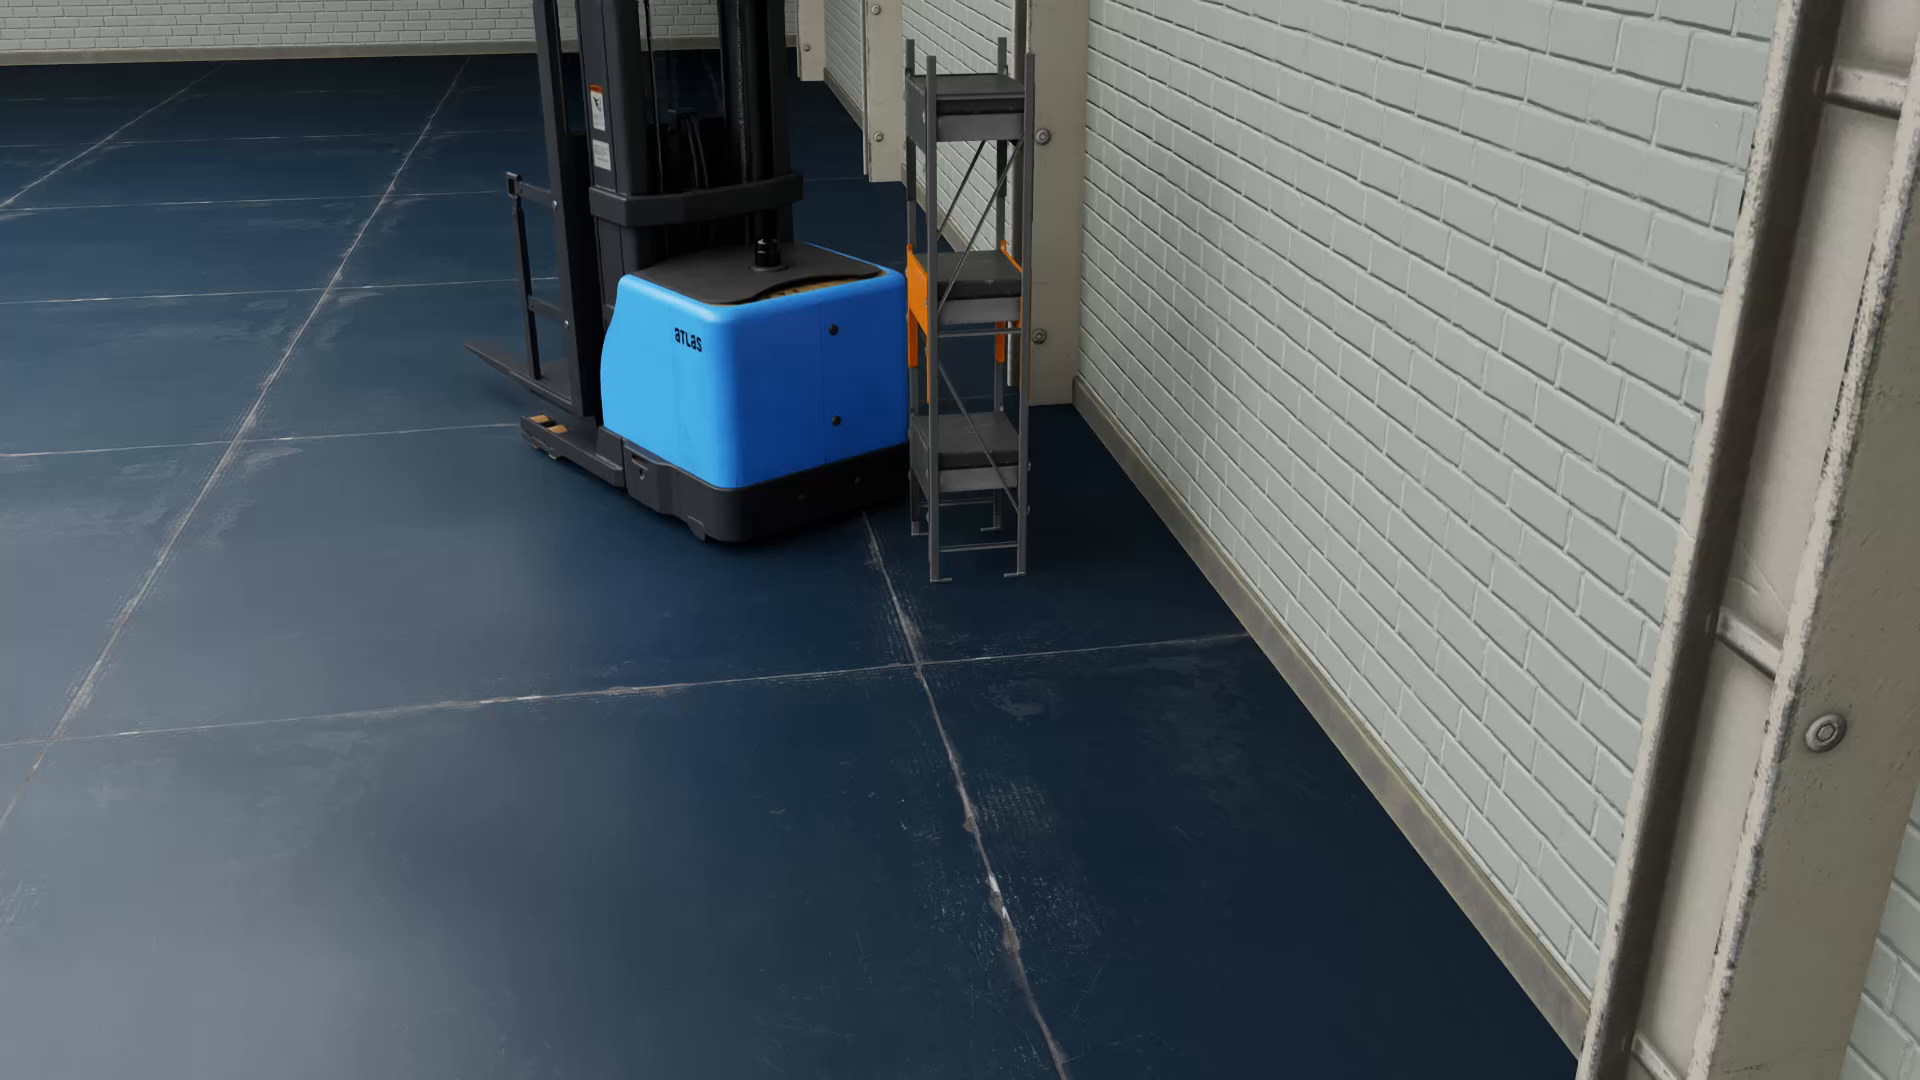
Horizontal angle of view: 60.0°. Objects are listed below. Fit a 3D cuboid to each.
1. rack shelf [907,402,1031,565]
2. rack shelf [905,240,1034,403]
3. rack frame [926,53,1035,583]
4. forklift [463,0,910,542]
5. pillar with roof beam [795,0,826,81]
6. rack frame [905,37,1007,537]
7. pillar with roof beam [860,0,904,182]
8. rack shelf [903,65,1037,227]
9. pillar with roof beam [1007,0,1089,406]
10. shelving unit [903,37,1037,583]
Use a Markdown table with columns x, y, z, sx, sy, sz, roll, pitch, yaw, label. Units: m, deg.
| x | y | z | sx | sy | sz | roll | pitch | yaw | label |
| --- | --- | --- | --- | --- | --- | --- | --- | --- | --- |
| 0.031 | -0.243 | 6.966 | 0.431 | 0.518 | 0.480 | -4 | 24 | -10 | rack shelf |
| 0.031 | -0.885 | 6.686 | 0.431 | 0.518 | 0.480 | -4 | 24 | -10 | rack shelf |
| 0.076 | -0.801 | 6.461 | 0.400 | 2.100 | 0.015 | -4 | 24 | -10 | rack frame |
| -1.535 | -1.851 | 7.827 | 1.130 | 2.935 | 3.031 | -18 | 29 | -36 | forklift |
| -5.999 | -9.330 | 17.370 | 9.100 | 9.000 | 0.400 | -4 | 24 | -10 | pillar with roof beam |
| -0.015 | -0.993 | 6.900 | 0.400 | 2.100 | 0.015 | -4 | 24 | -10 | rack frame |
| -4.890 | -6.970 | 11.967 | 9.100 | 9.000 | 0.400 | -4 | 24 | -10 | pillar with roof beam |
| 0.031 | -1.526 | 6.406 | 0.431 | 0.518 | 0.480 | -4 | 24 | -10 | rack shelf |
| -3.780 | -4.610 | 6.563 | 9.100 | 9.000 | 0.400 | -4 | 24 | -10 | pillar with roof beam |
| 0.031 | -0.897 | 6.681 | 0.431 | 2.100 | 0.503 | -4 | 24 | -10 | shelving unit |
